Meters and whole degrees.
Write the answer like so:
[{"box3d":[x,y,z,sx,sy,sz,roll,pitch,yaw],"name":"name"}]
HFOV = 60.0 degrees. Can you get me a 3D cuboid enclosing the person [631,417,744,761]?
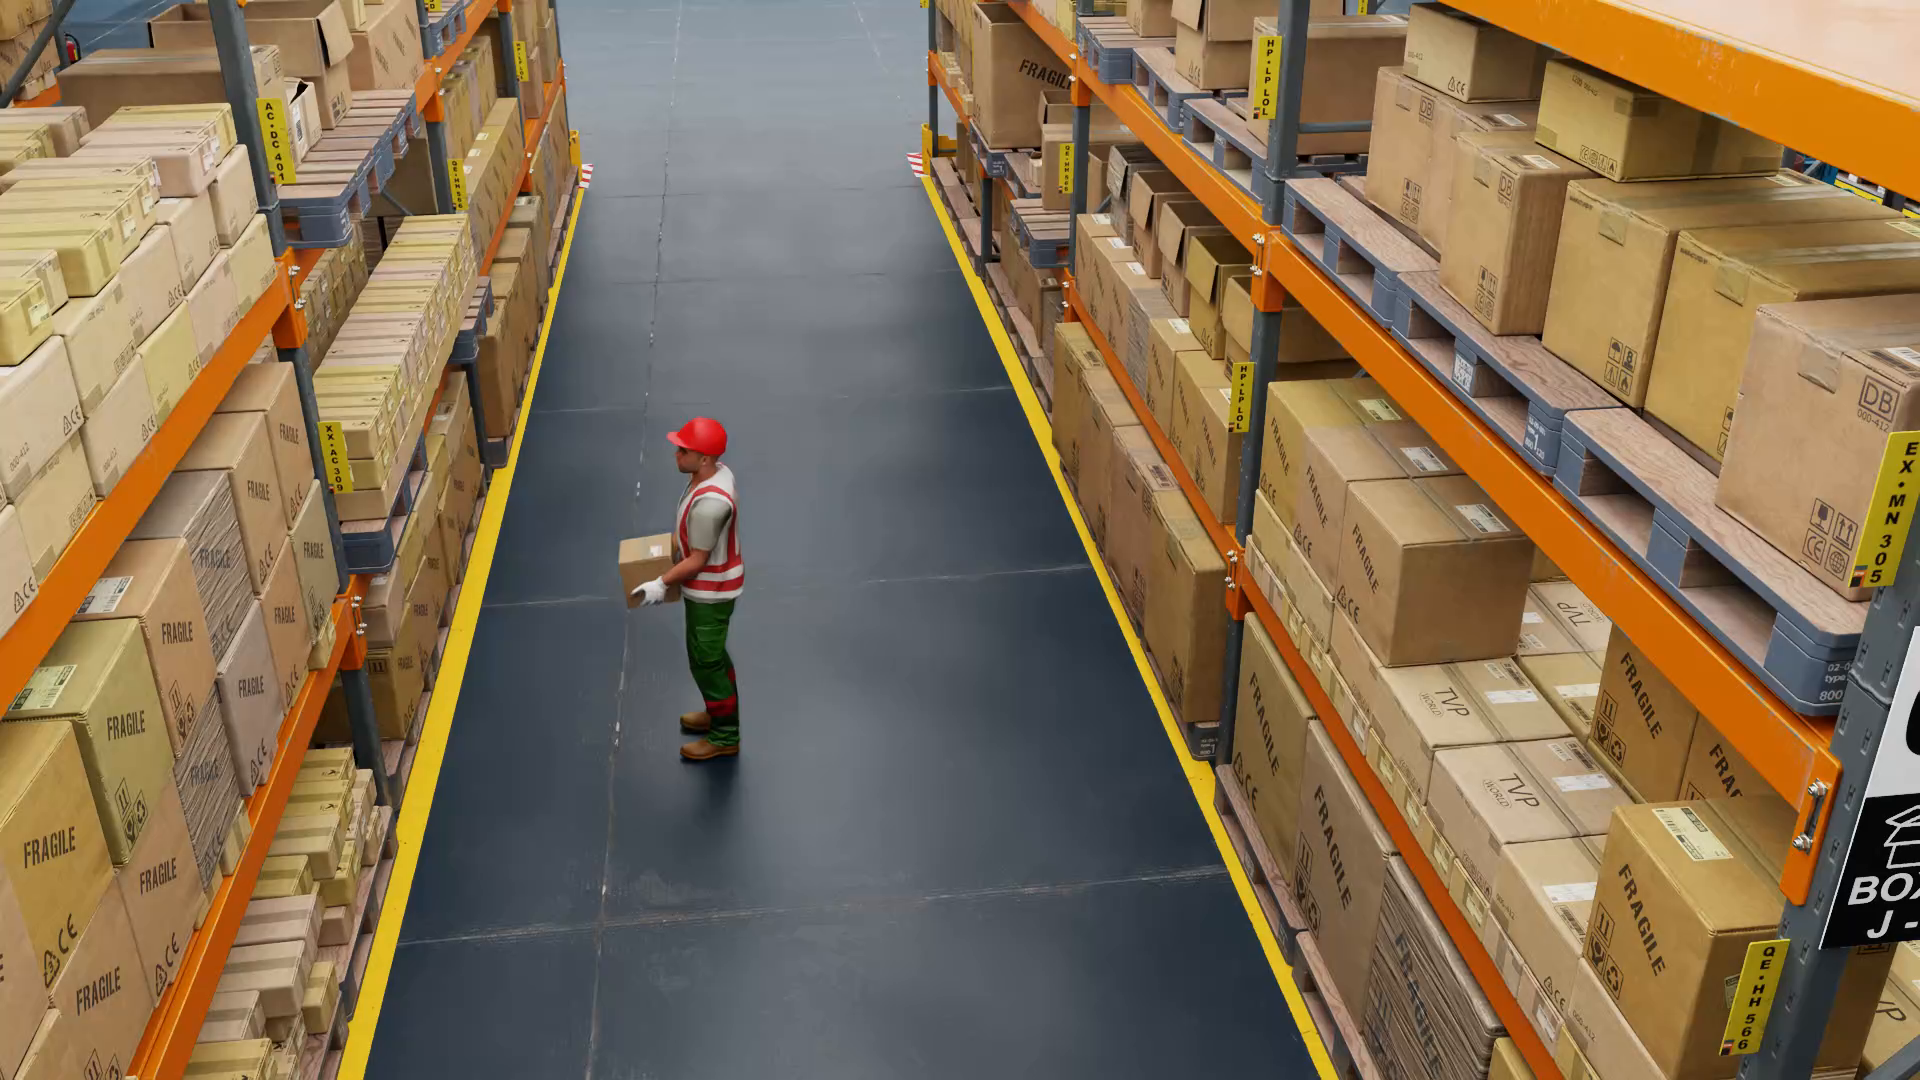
[{"box3d":[-1.320,0.239,8.115,0.538,1.794,0.522,-4,27,-7],"name":"person"}]
